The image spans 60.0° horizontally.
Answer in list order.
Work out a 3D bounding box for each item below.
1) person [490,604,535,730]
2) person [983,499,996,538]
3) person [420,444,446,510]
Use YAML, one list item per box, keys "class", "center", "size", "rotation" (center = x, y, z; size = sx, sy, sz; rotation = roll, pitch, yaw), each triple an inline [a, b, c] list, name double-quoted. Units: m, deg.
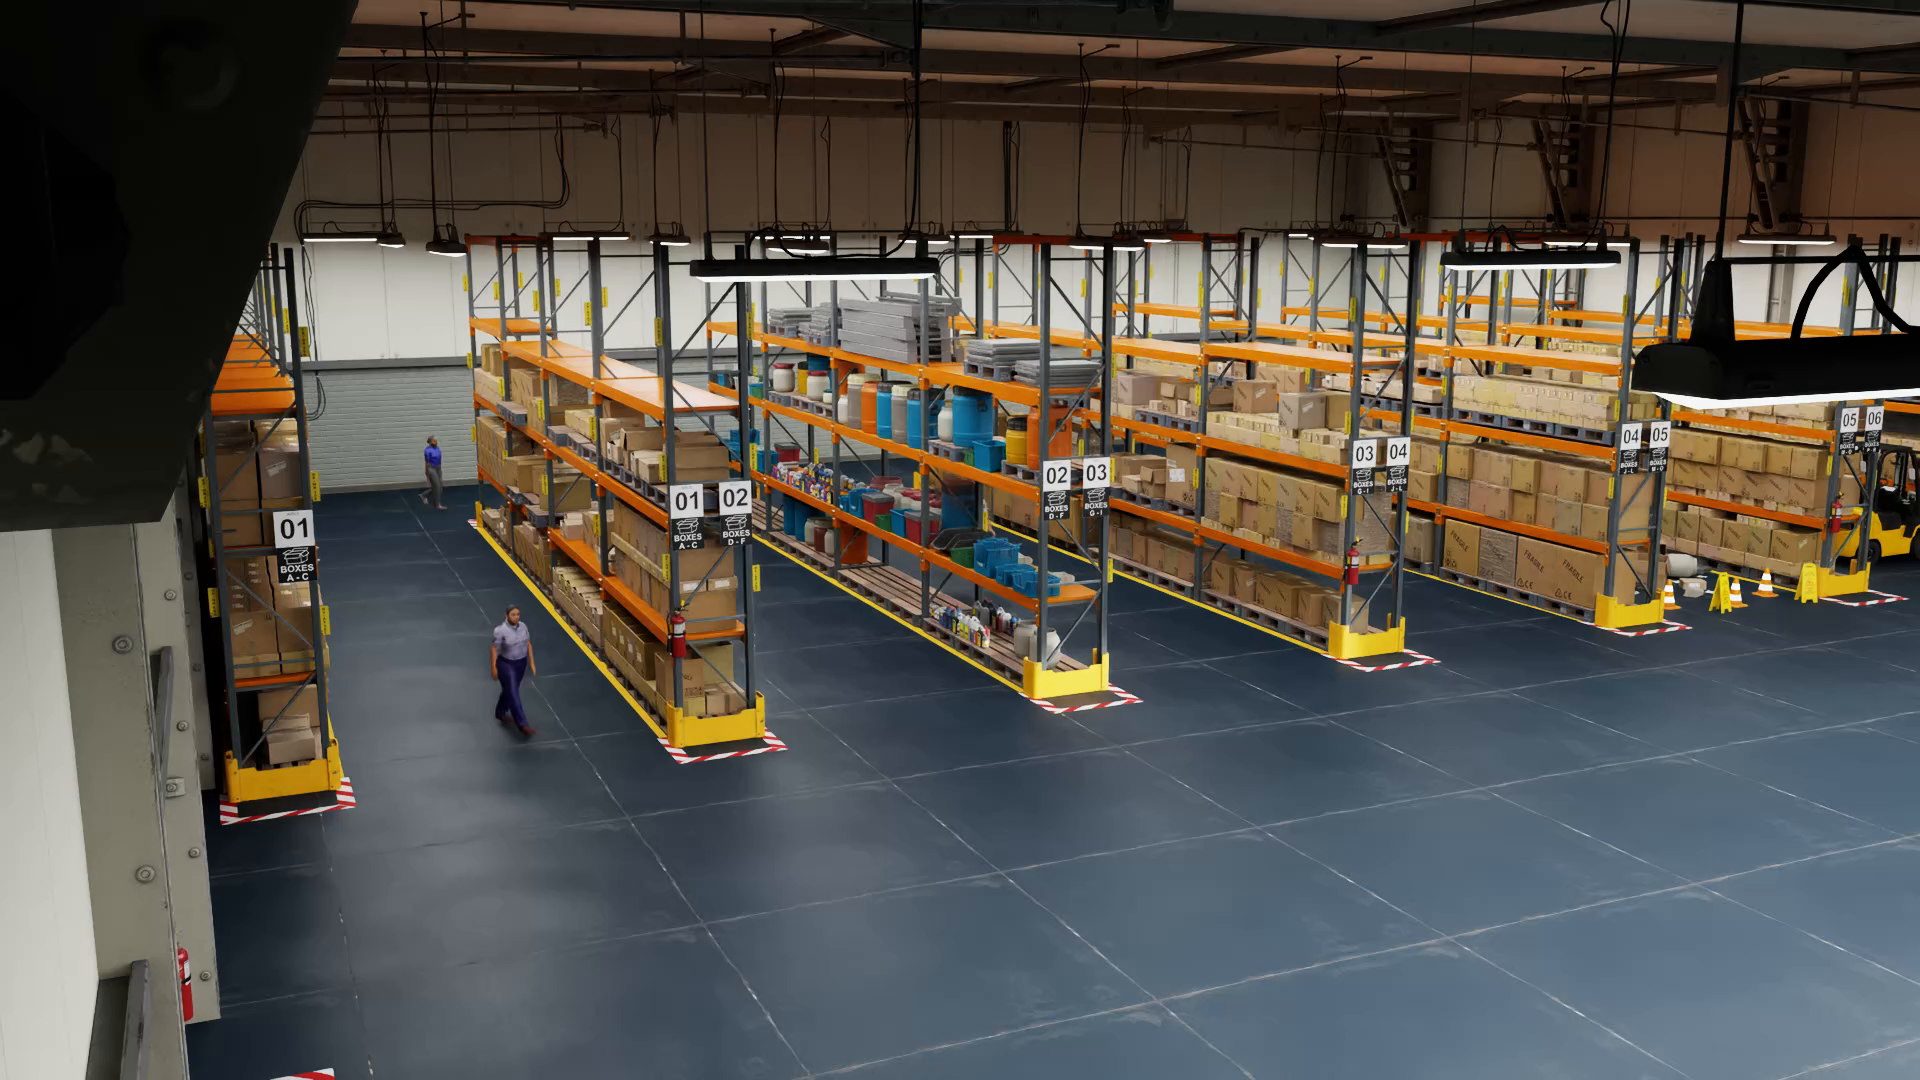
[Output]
- class: "person"
  center: [-5.593, 1.536, 20.741]
  size: [0.837, 1.528, 0.494]
  rotation: [7, 13, 32]
- class: "person"
  center: [0.239, -0.134, 27.869]
  size: [0.560, 1.675, 1.041]
  rotation: [-9, 14, -38]
- class: "person"
  center: [-11.588, -1.396, 36.462]
  size: [0.696, 1.434, 0.439]
  rotation: [3, 11, 14]
